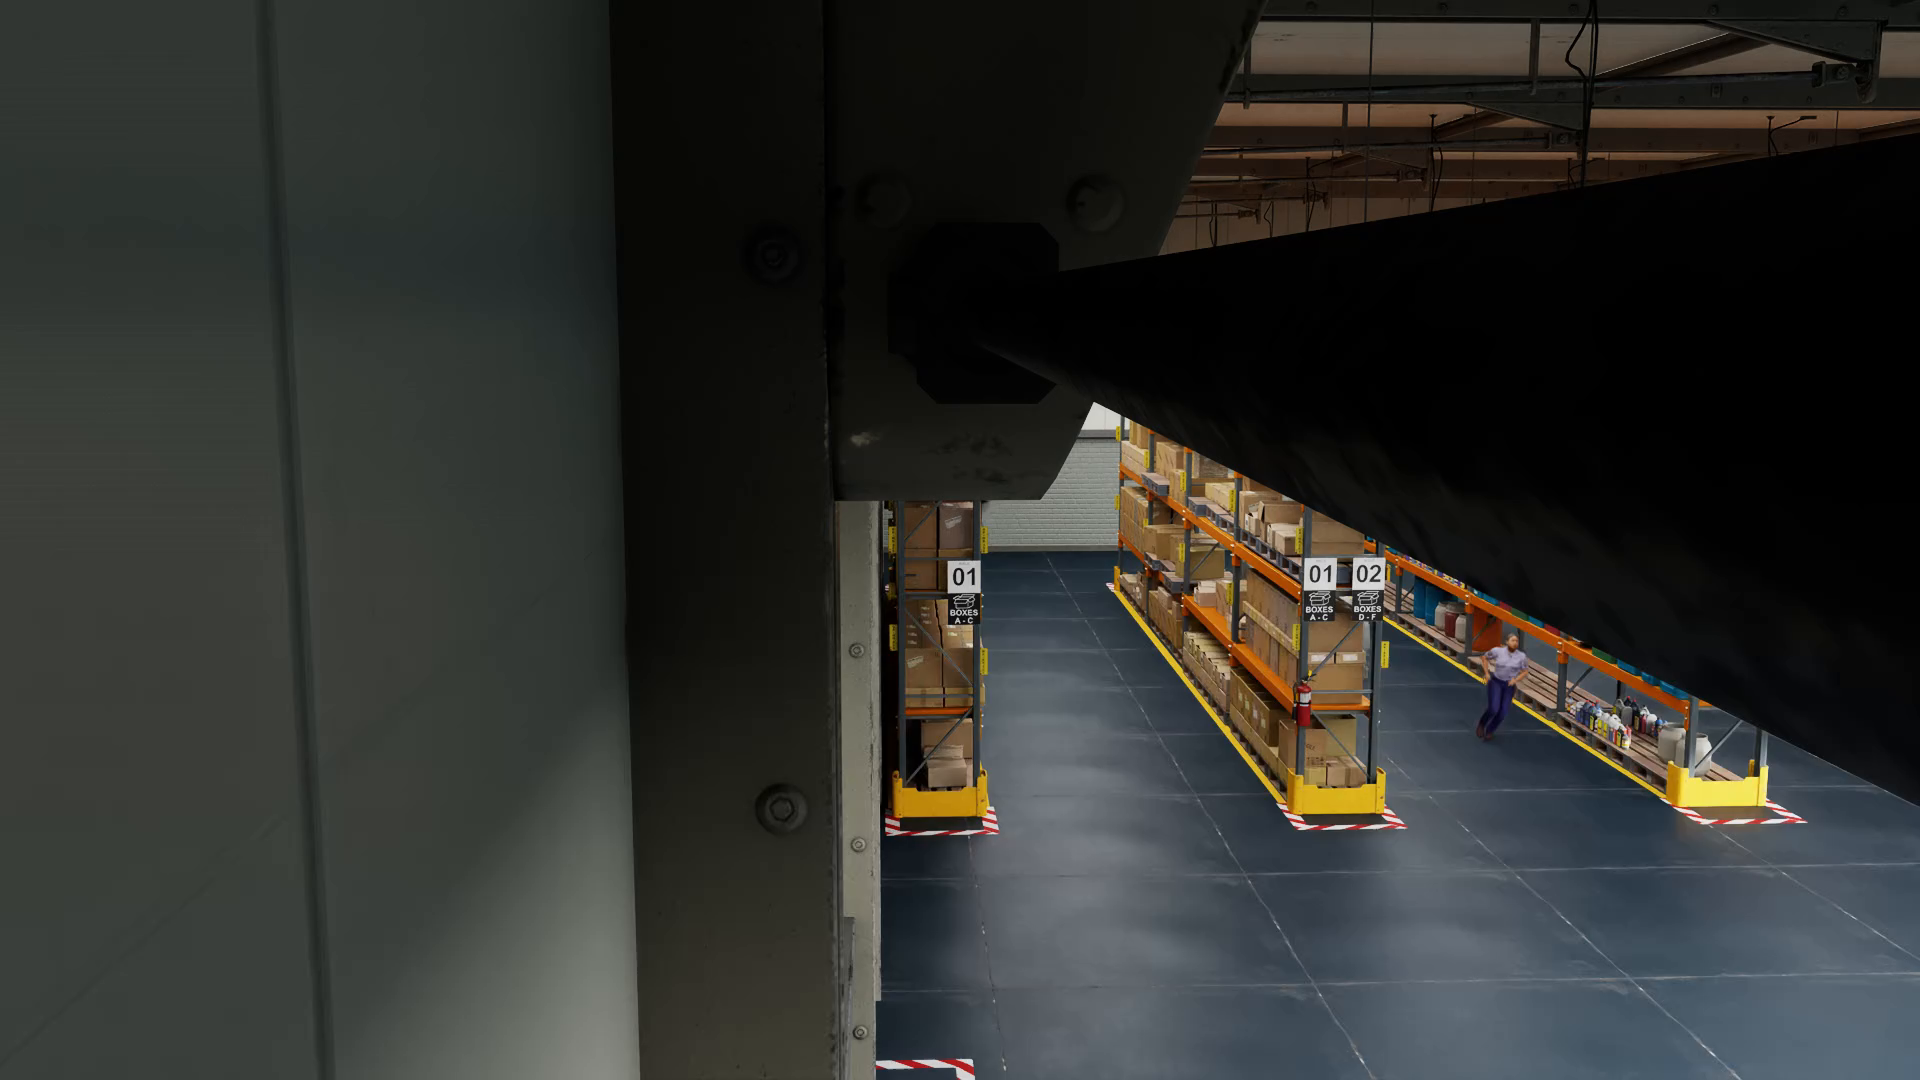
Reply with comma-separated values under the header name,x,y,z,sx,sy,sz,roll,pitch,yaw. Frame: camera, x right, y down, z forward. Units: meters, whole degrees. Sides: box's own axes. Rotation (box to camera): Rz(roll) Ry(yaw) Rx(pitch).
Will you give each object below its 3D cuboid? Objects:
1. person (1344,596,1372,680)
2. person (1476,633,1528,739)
name,x,y,z,sx,sy,sz,roll,pitch,yaw
person,6.694,1.500,28.047,0.562,1.758,0.779,-1,8,-9
person,7.803,2.113,23.894,0.670,1.581,0.568,1,8,5
